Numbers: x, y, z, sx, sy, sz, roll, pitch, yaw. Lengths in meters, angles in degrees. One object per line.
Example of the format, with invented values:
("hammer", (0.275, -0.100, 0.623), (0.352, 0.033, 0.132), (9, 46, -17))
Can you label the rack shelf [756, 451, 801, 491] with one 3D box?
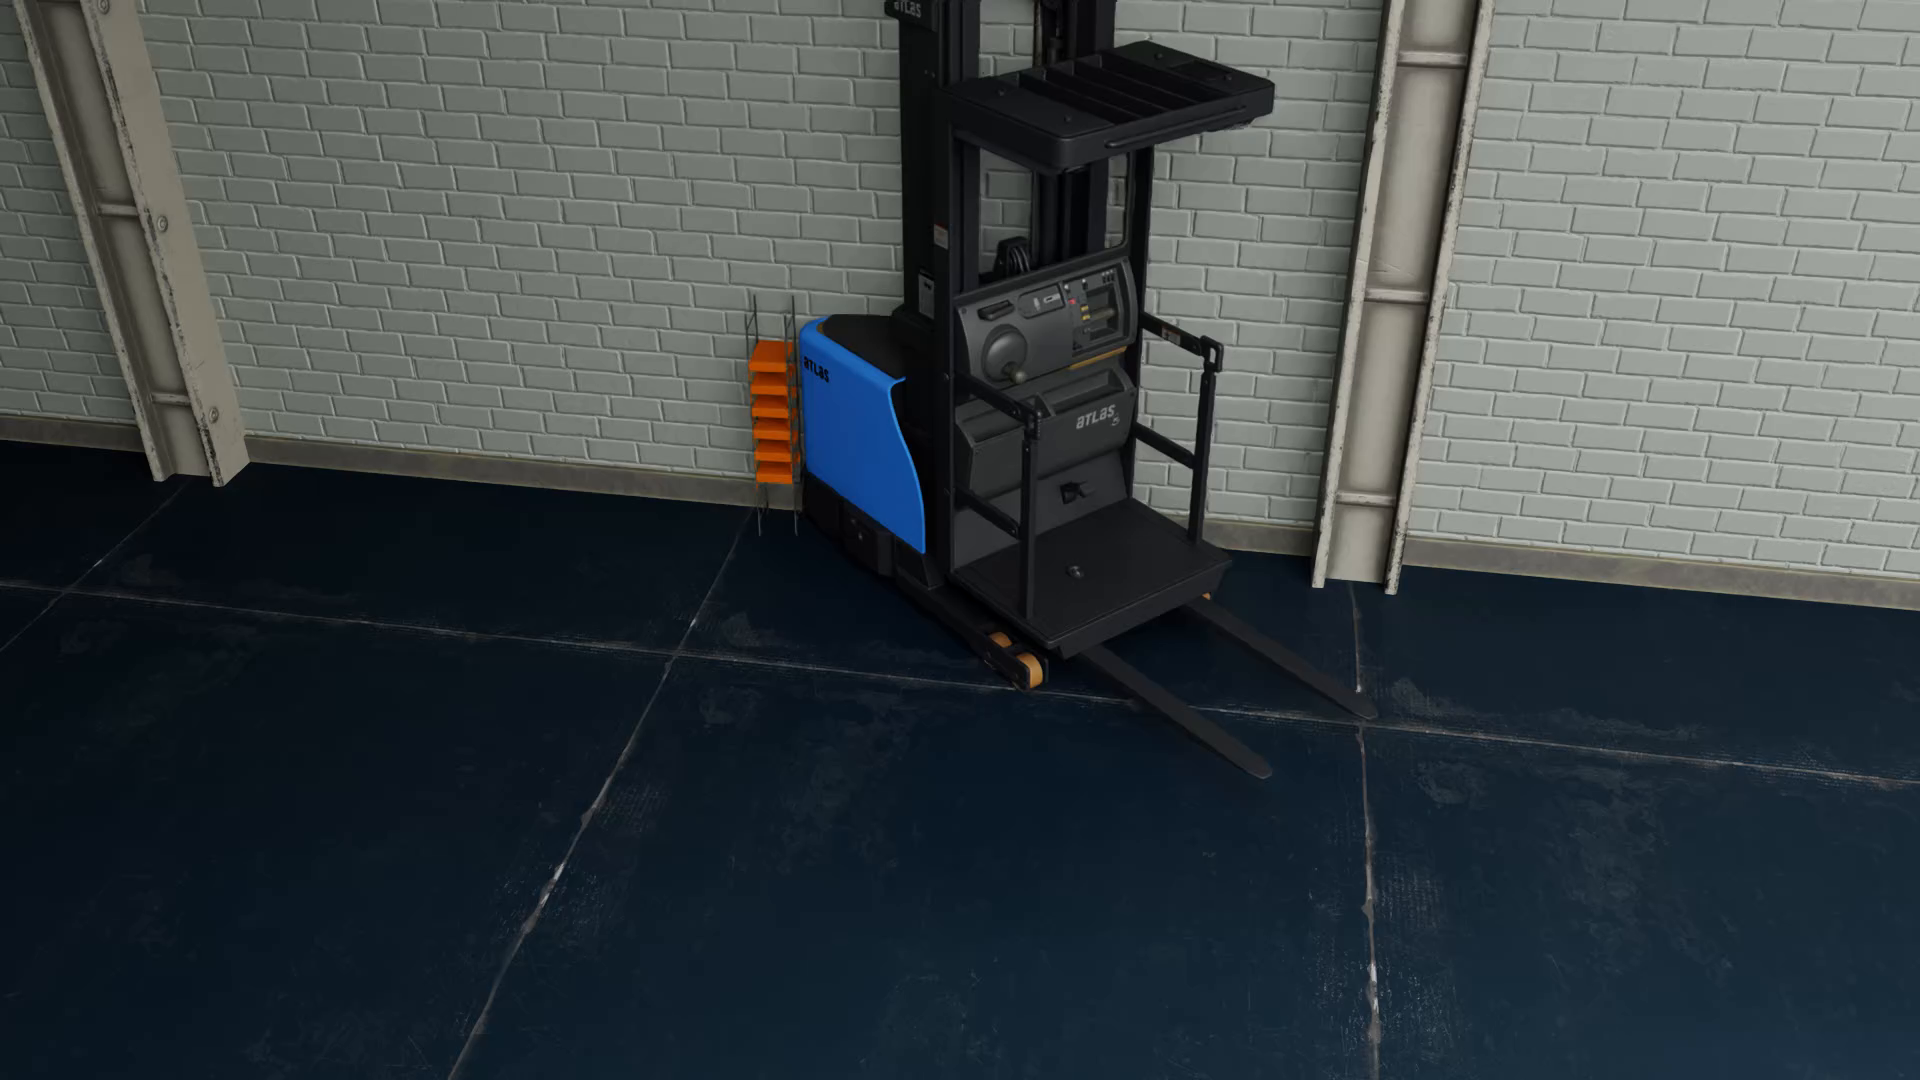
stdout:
("rack shelf", (-0.893, -0.343, 8.201), (0.180, 0.103, 0.258), (3, 32, 4))

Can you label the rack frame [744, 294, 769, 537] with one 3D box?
("rack frame", (-0.982, -0.588, 8.056), (0.006, 1.200, 0.240), (3, 32, 4))

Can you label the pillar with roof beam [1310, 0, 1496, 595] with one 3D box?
("pillar with roof beam", (1.164, -1.403, 2.010), (0.400, 9.000, 9.100), (5, 32, 8))

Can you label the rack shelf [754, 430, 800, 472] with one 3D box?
("rack shelf", (-0.892, -0.444, 8.137), (0.180, 0.103, 0.258), (3, 32, 4))

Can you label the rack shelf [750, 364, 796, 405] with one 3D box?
("rack shelf", (-0.889, -0.749, 7.946), (0.180, 0.103, 0.258), (3, 32, 4))

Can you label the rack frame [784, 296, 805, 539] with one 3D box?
("rack frame", (-0.800, -0.579, 8.044), (0.006, 1.200, 0.240), (3, 32, 4))

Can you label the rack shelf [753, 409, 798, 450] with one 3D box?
("rack shelf", (-0.891, -0.546, 8.074), (0.180, 0.103, 0.258), (3, 32, 4))

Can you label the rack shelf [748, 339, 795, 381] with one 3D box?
("rack shelf", (-0.888, -0.851, 7.882), (0.180, 0.103, 0.258), (3, 32, 4))

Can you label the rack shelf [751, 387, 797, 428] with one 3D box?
("rack shelf", (-0.890, -0.648, 8.010), (0.180, 0.103, 0.258), (3, 32, 4))

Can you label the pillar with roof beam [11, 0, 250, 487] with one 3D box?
("pillar with roof beam", (-4.750, -1.939, 2.866), (0.400, 9.000, 9.100), (5, 32, 8))

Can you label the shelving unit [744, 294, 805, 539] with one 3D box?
("shelving unit", (-0.891, -0.584, 8.050), (0.189, 1.200, 0.258), (3, 32, 4))

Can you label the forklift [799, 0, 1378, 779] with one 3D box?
("forklift", (0.511, -0.885, 6.901), (1.130, 2.935, 3.031), (-22, 38, -31))
